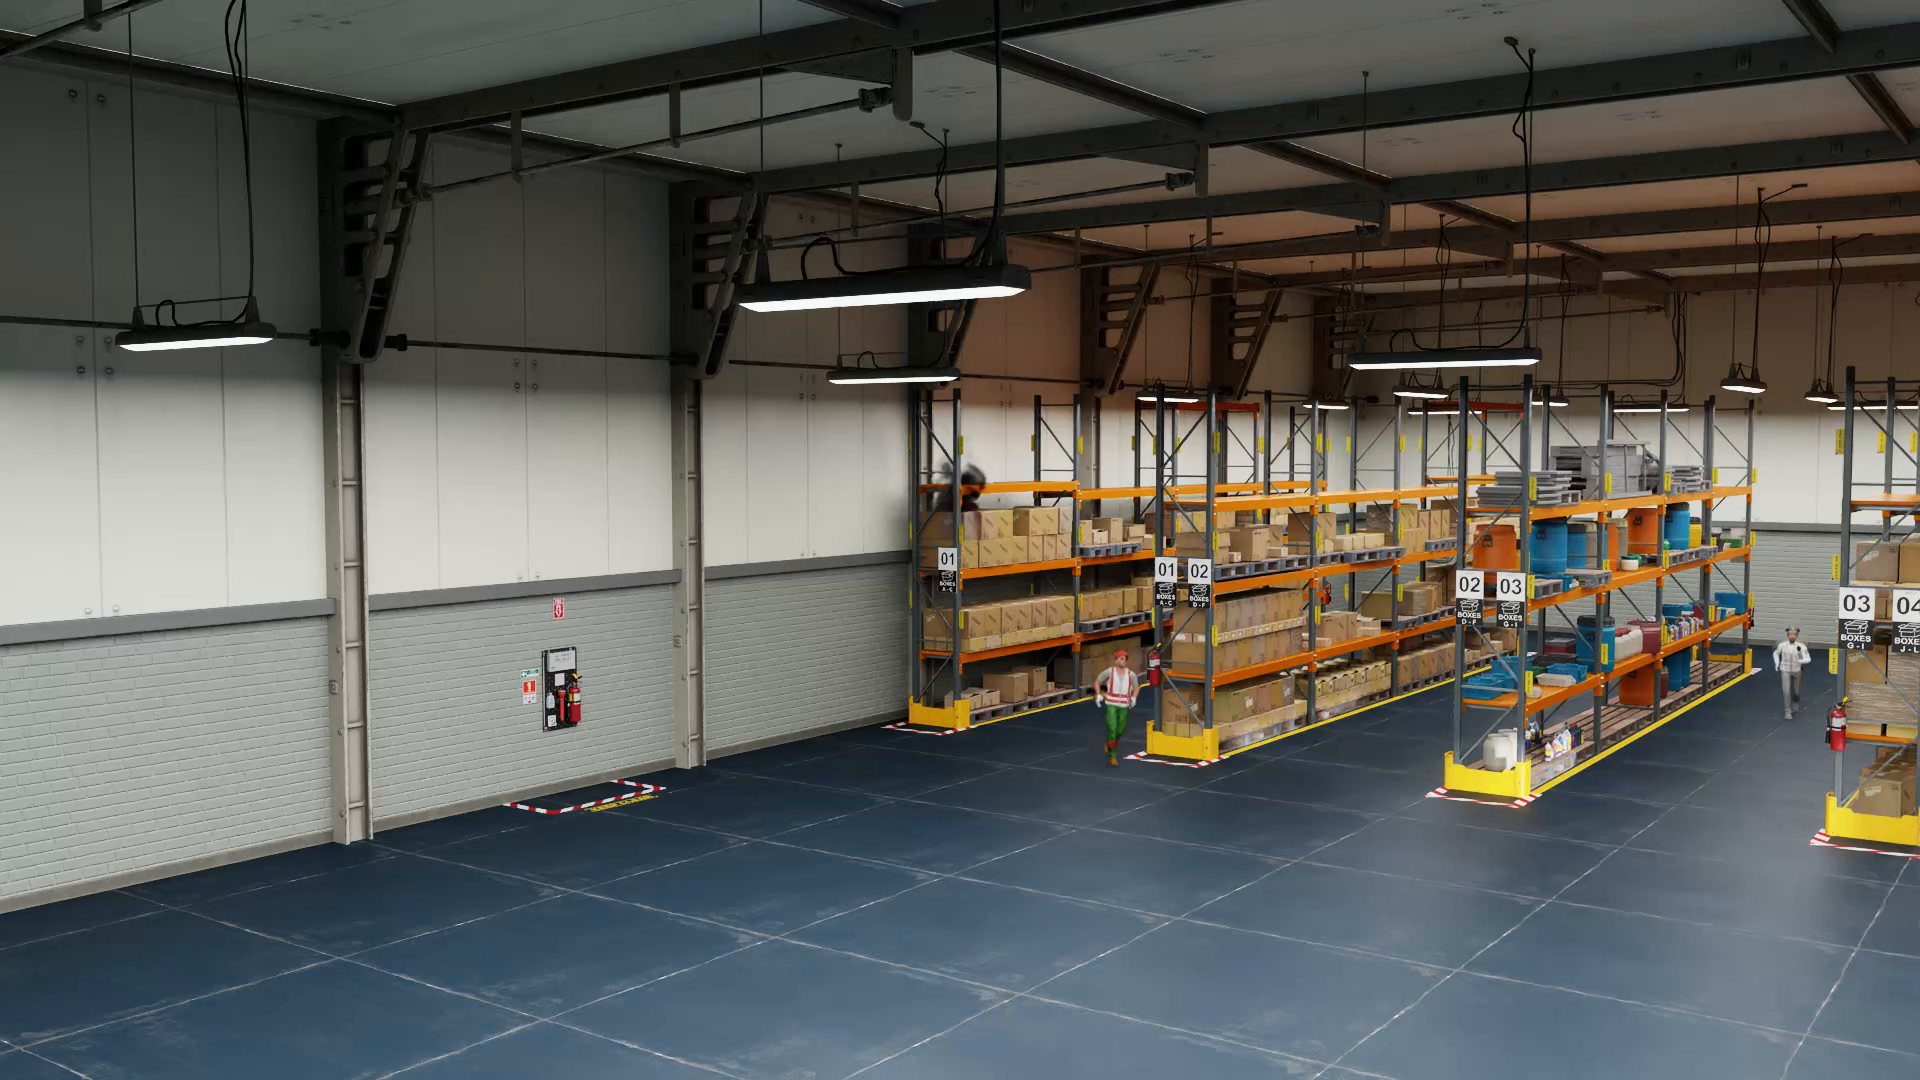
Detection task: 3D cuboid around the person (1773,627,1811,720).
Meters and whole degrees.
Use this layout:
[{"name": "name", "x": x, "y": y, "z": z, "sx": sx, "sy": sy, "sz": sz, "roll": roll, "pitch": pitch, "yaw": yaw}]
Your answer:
[{"name": "person", "x": 15.233, "y": 2.424, "z": 30.472, "sx": 0.624, "sy": 1.658, "sz": 0.855, "roll": 2, "pitch": 4, "yaw": 26}]

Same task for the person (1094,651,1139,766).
[{"name": "person", "x": 2.496, "y": 2.636, "z": 26.286, "sx": 0.705, "sy": 1.761, "sz": 0.755, "roll": 0, "pitch": 3, "yaw": -6}]
